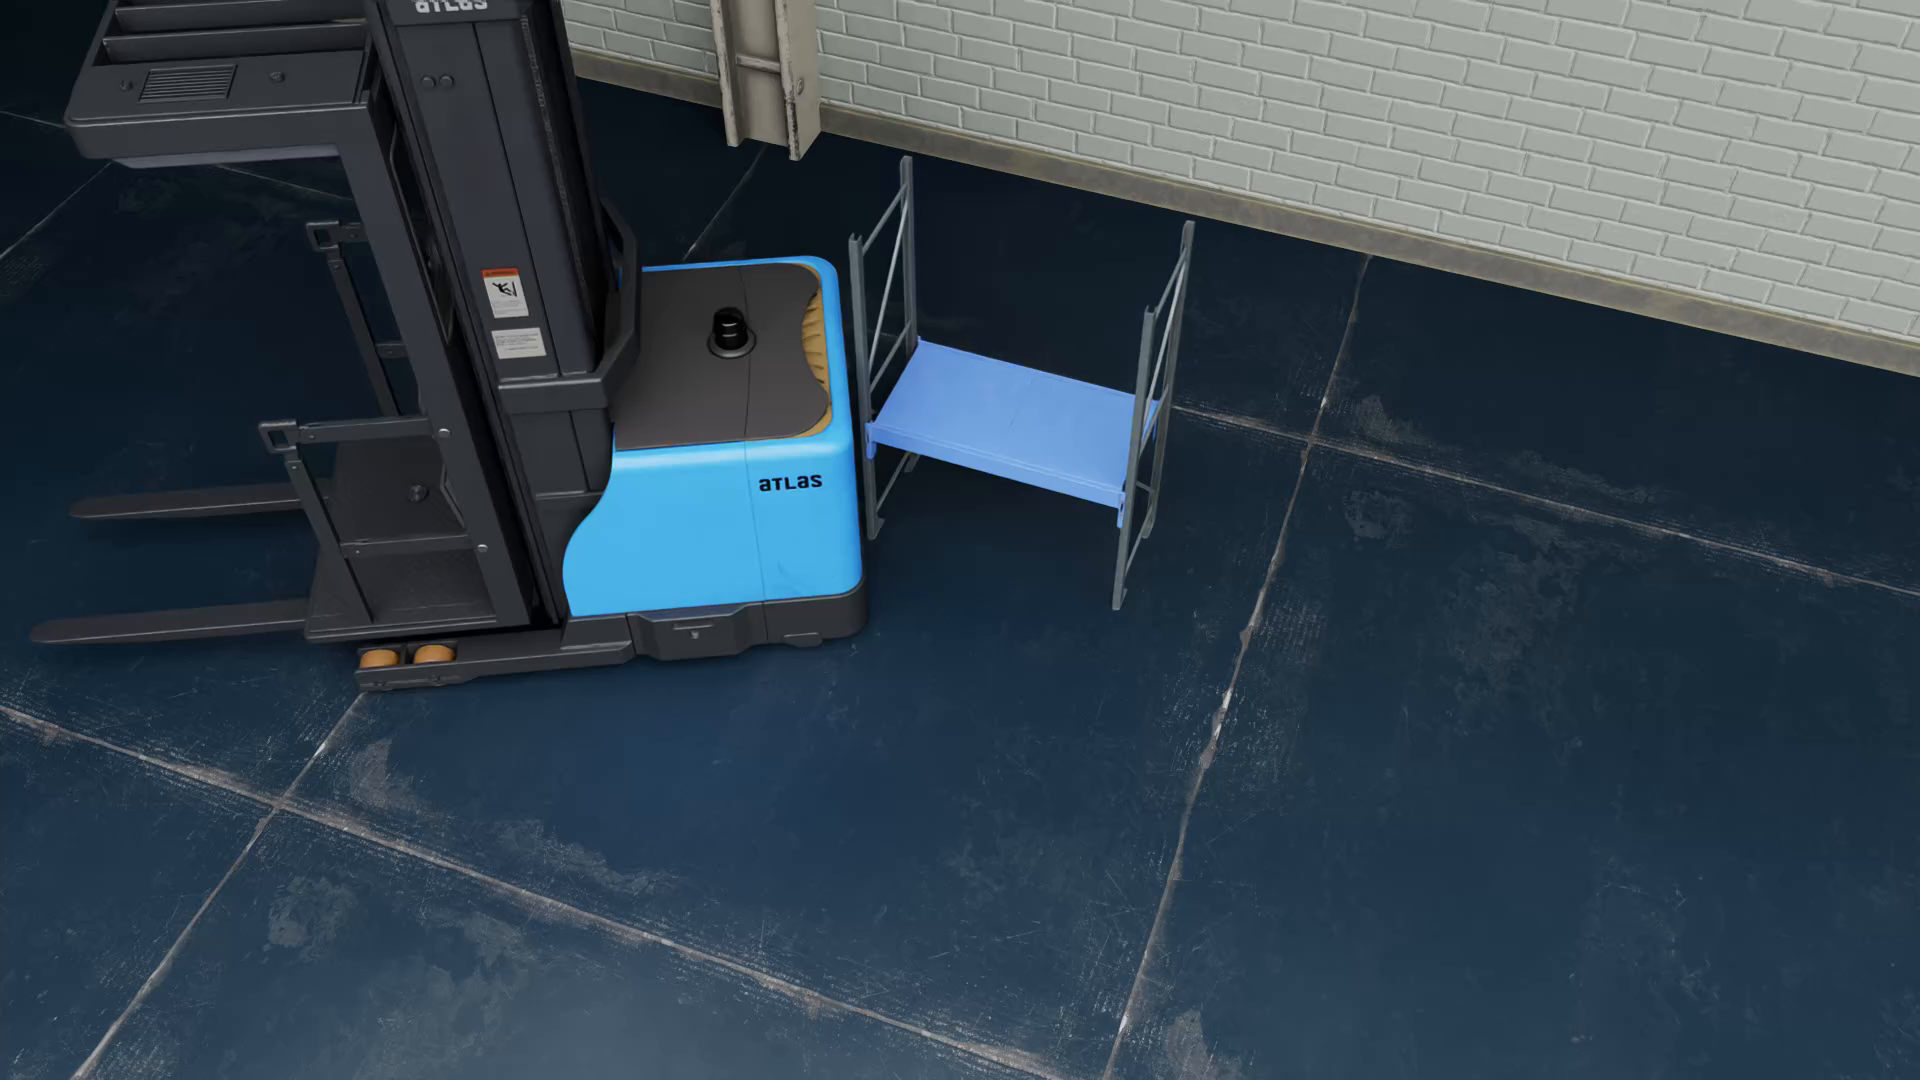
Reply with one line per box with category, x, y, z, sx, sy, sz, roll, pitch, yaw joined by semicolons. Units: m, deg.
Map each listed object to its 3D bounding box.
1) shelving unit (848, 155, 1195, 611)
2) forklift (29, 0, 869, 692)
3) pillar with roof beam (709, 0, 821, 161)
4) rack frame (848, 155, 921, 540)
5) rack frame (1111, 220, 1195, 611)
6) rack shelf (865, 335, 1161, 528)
shelving unit;0.208;-0.535;6.088;1.048;1.500;0.538;16;51;13
forklift;-1.898;-0.828;5.394;3.031;2.935;1.130;-5;49;-4
pillar with roof beam;-2.423;-1.934;2.337;0.400;9.000;9.100;16;51;13
rack frame;-0.267;-0.670;6.205;0.032;1.500;0.500;16;51;13
rack frame;0.684;-0.399;5.970;0.032;1.500;0.500;16;51;13
rack shelf;0.208;-0.417;6.224;1.000;0.185;0.538;16;51;13
